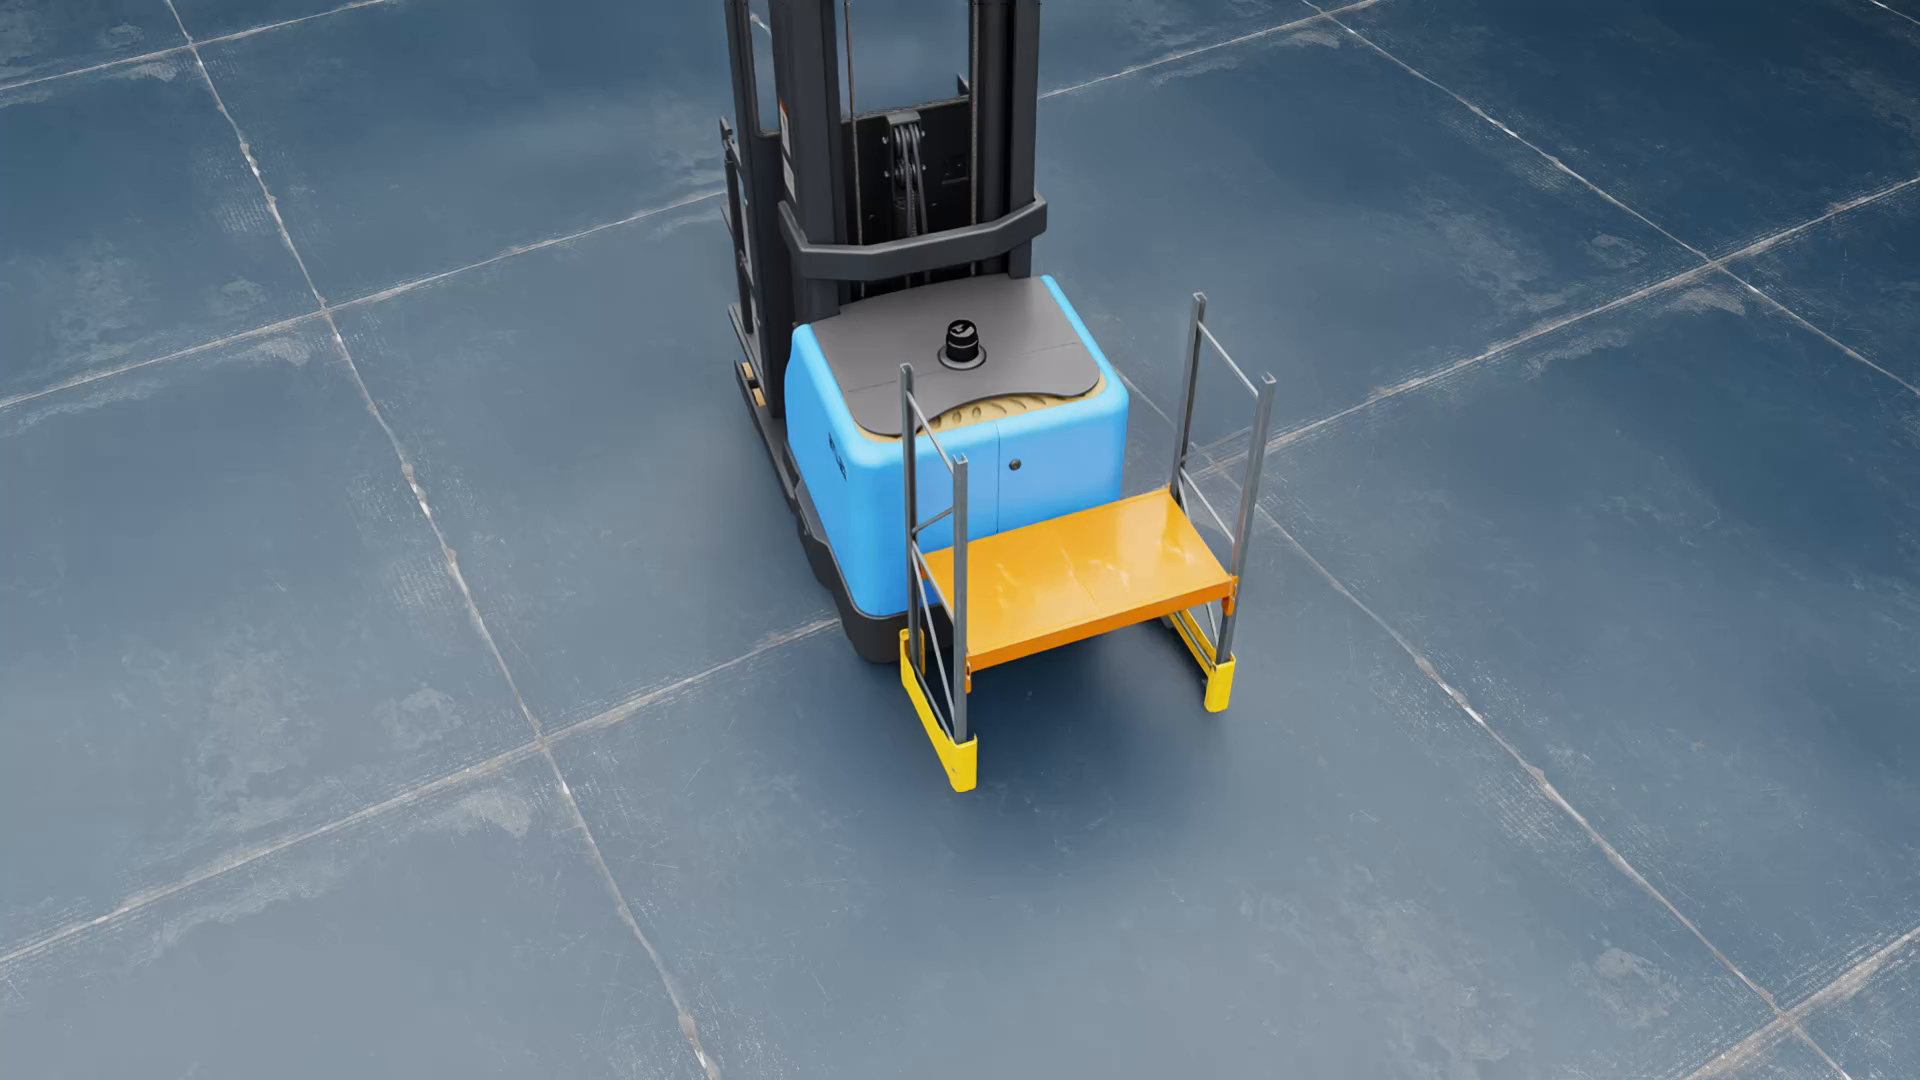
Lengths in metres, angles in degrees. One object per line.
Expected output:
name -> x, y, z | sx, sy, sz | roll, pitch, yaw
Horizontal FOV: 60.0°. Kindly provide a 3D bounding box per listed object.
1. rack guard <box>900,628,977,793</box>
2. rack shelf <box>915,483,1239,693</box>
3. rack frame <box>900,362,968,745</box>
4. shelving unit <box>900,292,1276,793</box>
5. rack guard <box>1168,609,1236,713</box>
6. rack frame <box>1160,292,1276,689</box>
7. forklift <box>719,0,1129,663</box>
rack guard -> -0.081, 0.600, 5.952 | 0.087, 0.250, 0.587 | -15, 46, -15
rack shelf -> 0.392, 0.152, 5.775 | 1.000, 0.185, 0.538 | -15, 46, -15
rack frame -> -0.082, 0.152, 5.516 | 0.032, 1.500, 0.500 | -15, 46, -15
shelving unit -> 0.383, 0.025, 5.647 | 1.083, 1.500, 0.587 | -15, 46, -15
rack guard -> 0.847, 0.347, 6.212 | 0.087, 0.250, 0.587 | -15, 46, -15
rack frame -> 0.865, -0.106, 5.782 | 0.032, 1.500, 0.500 | -15, 46, -15
forklift -> -0.357, -1.639, 6.334 | 1.130, 2.935, 3.031 | -14, 46, -14
